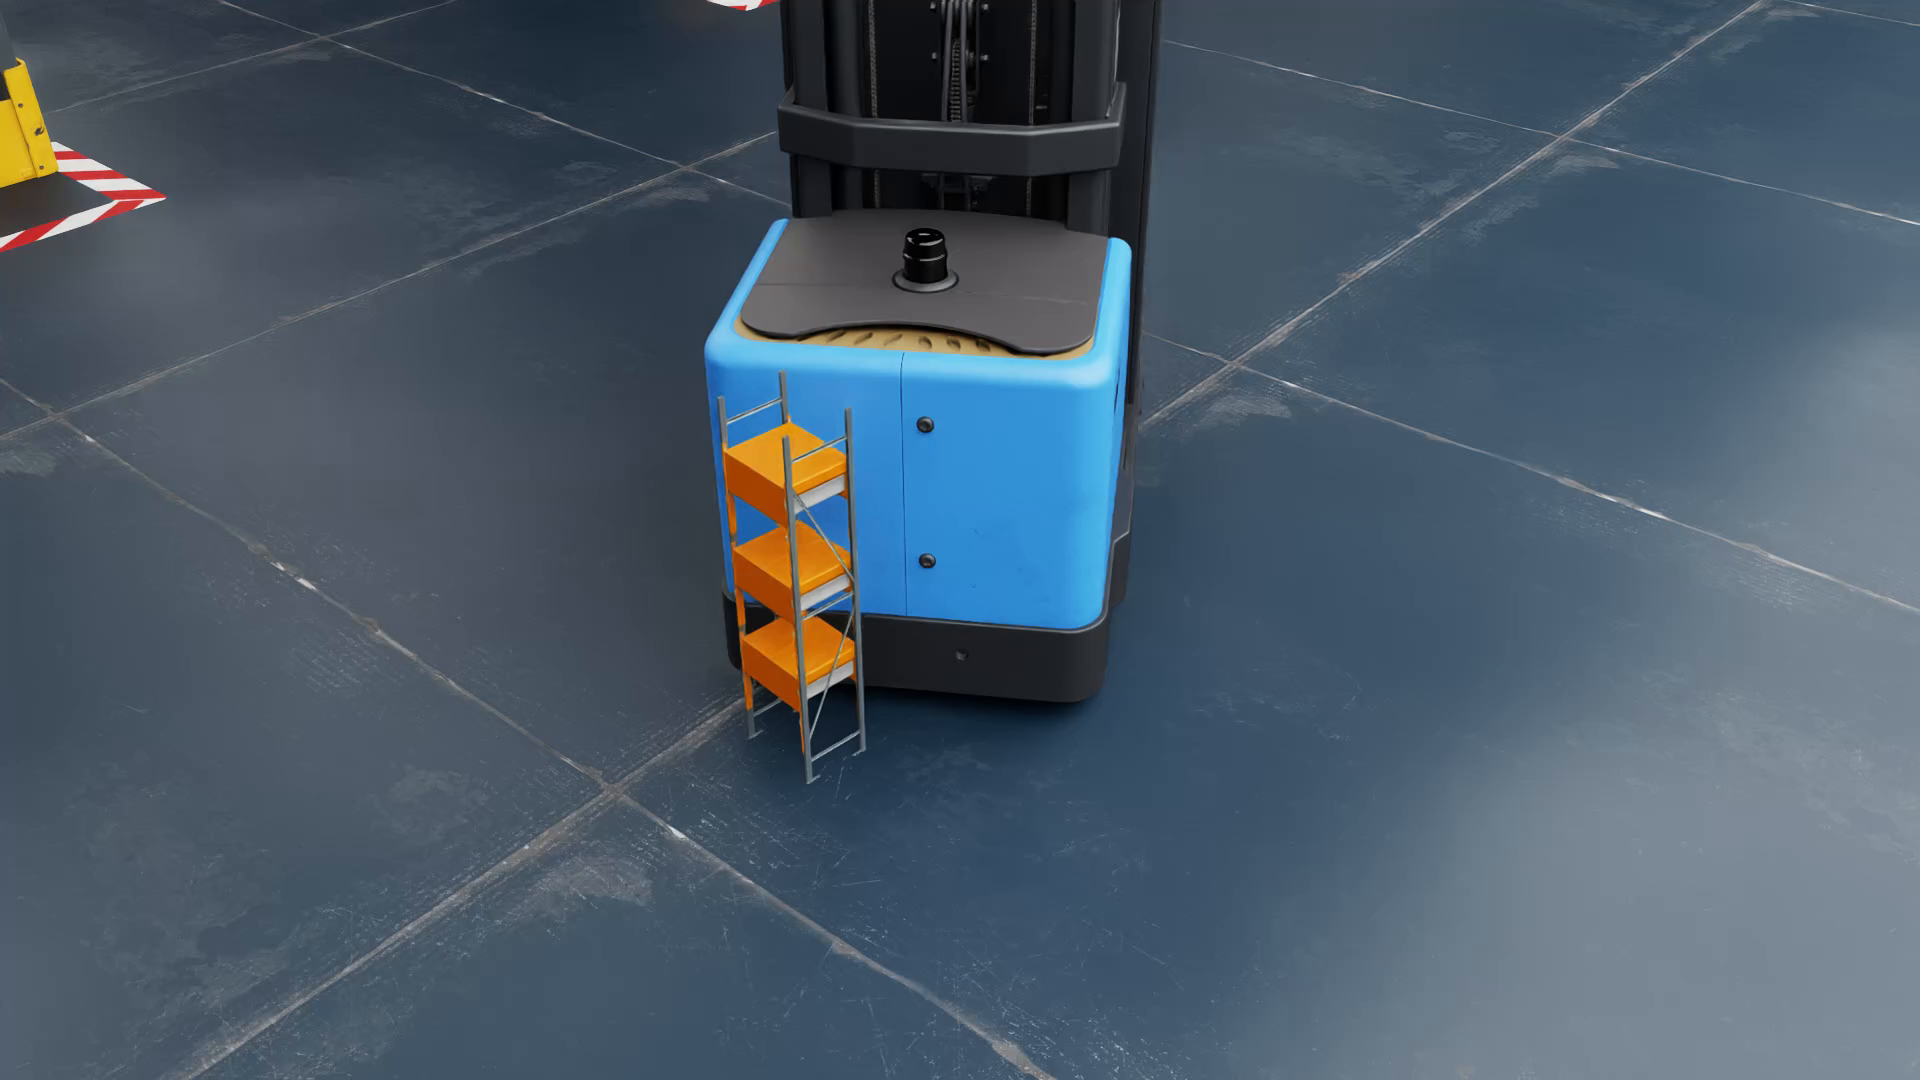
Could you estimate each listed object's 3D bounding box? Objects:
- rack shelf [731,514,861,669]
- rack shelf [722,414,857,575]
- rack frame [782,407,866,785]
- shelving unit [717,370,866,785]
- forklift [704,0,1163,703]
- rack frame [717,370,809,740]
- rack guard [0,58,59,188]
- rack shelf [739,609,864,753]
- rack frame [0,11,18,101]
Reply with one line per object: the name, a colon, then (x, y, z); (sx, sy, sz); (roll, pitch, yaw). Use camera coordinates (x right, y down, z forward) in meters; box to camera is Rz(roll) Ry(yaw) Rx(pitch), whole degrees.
rack shelf: (-0.409, 0.123, 4.163); (0.215, 0.259, 0.240); (-28, 43, -34)
rack shelf: (-0.409, -0.111, 4.002); (0.215, 0.259, 0.240); (-28, 43, -34)
rack frame: (-0.325, 0.164, 4.083); (0.200, 1.050, 0.008); (-28, 43, -34)
shelving unit: (-0.409, 0.114, 4.157); (0.215, 1.050, 0.252); (-28, 43, -34)
forklift: (0.063, -1.591, 4.978); (1.130, 2.935, 3.031); (4, 35, 6)
rack frame: (-0.492, 0.064, 4.230); (0.200, 1.050, 0.008); (-28, 43, -34)
rack guard: (-4.691, -1.743, 7.347); (0.348, 0.500, 1.175); (25, 42, 32)
rack shelf: (-0.409, 0.352, 4.320); (0.215, 0.259, 0.240); (-28, 43, -34)
rack frame: (-4.602, -2.766, 6.629); (0.127, 3.000, 1.000); (25, 42, 32)
